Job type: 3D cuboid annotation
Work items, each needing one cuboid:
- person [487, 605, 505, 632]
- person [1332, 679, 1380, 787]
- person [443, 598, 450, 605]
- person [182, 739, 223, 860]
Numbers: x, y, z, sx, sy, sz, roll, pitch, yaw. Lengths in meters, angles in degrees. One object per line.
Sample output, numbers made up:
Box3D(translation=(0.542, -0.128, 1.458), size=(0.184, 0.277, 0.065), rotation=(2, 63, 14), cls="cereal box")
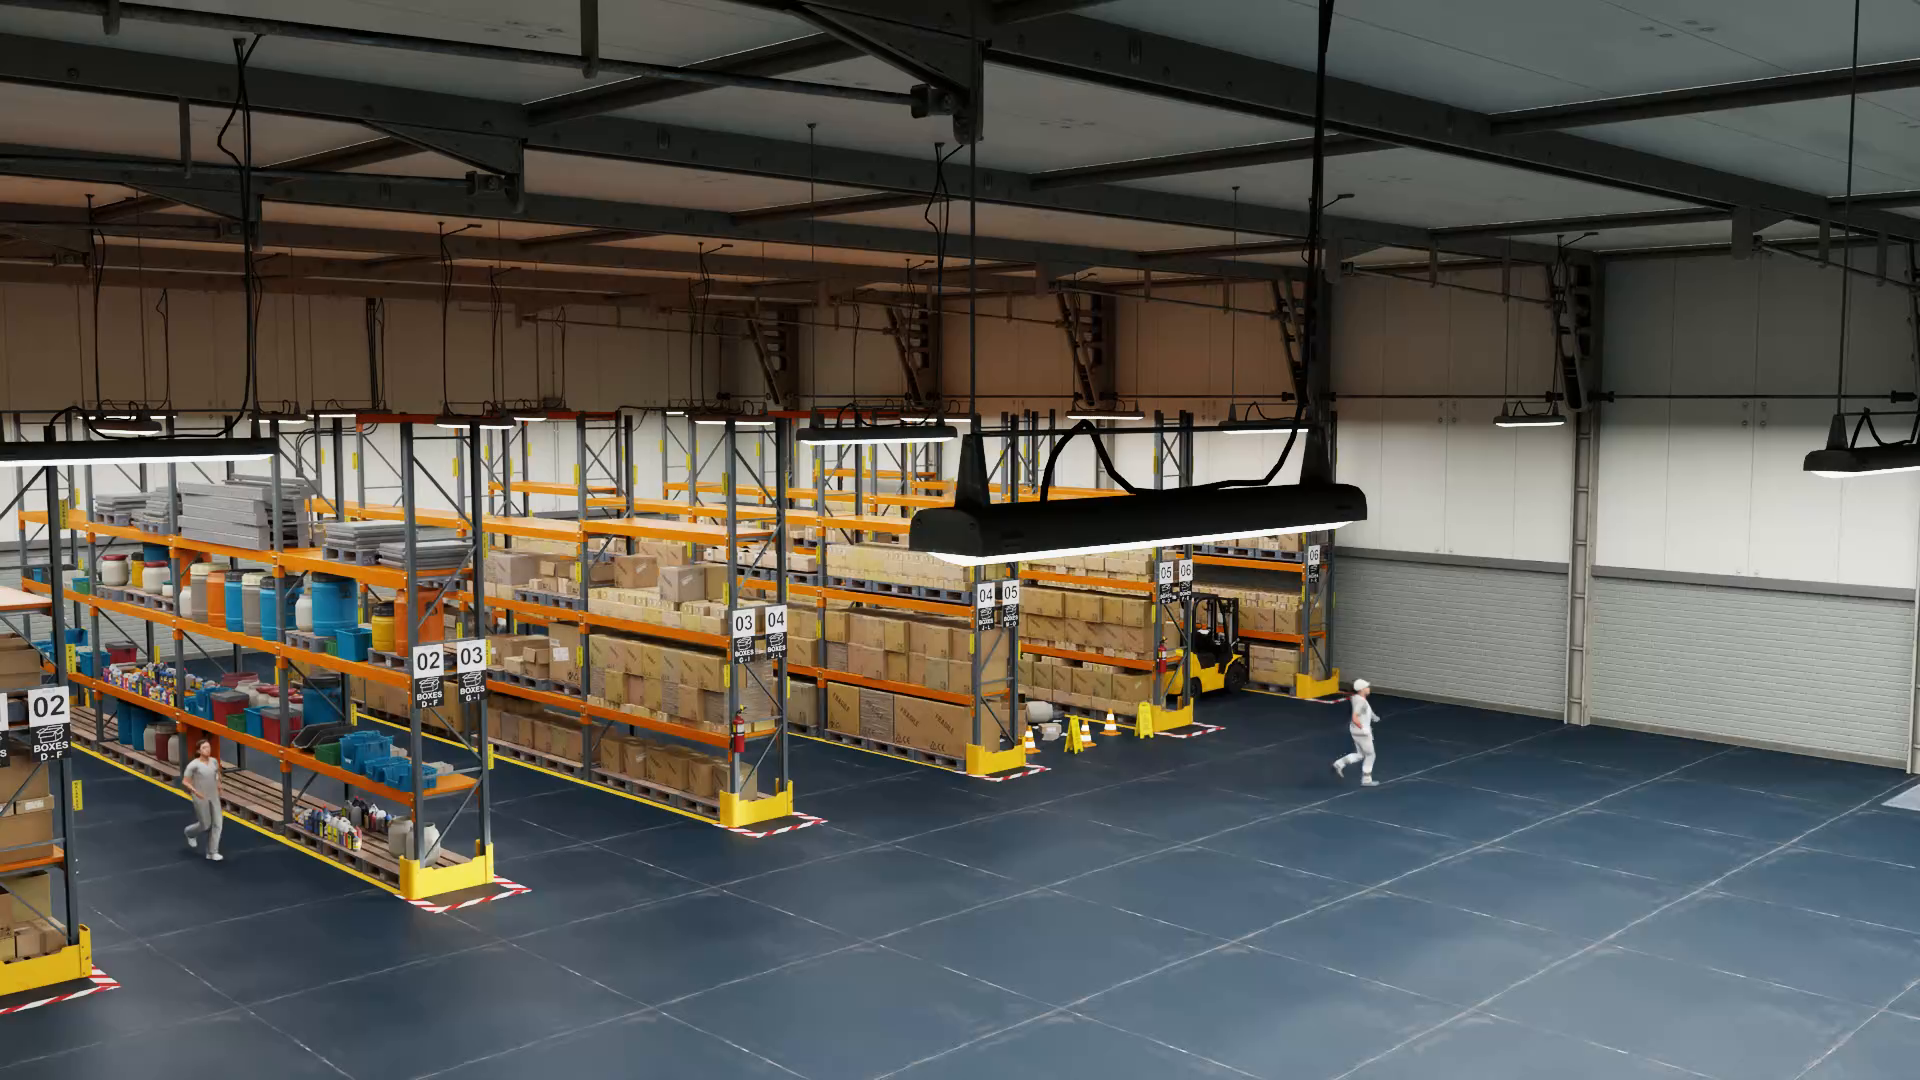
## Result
Box3D(translation=(-11.423, 2.040, 40.721), size=(0.531, 1.596, 0.856), rotation=(-2, 5, -18), cls="person")
Box3D(translation=(6.427, 3.120, 26.888), size=(0.760, 1.755, 0.657), rotation=(0, 5, 3), cls="person")
Box3D(translation=(-12.117, 2.154, 38.906), size=(0.580, 1.626, 0.530), rotation=(1, 5, 12), cls="person")
Box3D(translation=(-10.311, 3.540, 22.737), size=(0.706, 1.619, 0.581), rotation=(3, 6, 33), cls="person")
